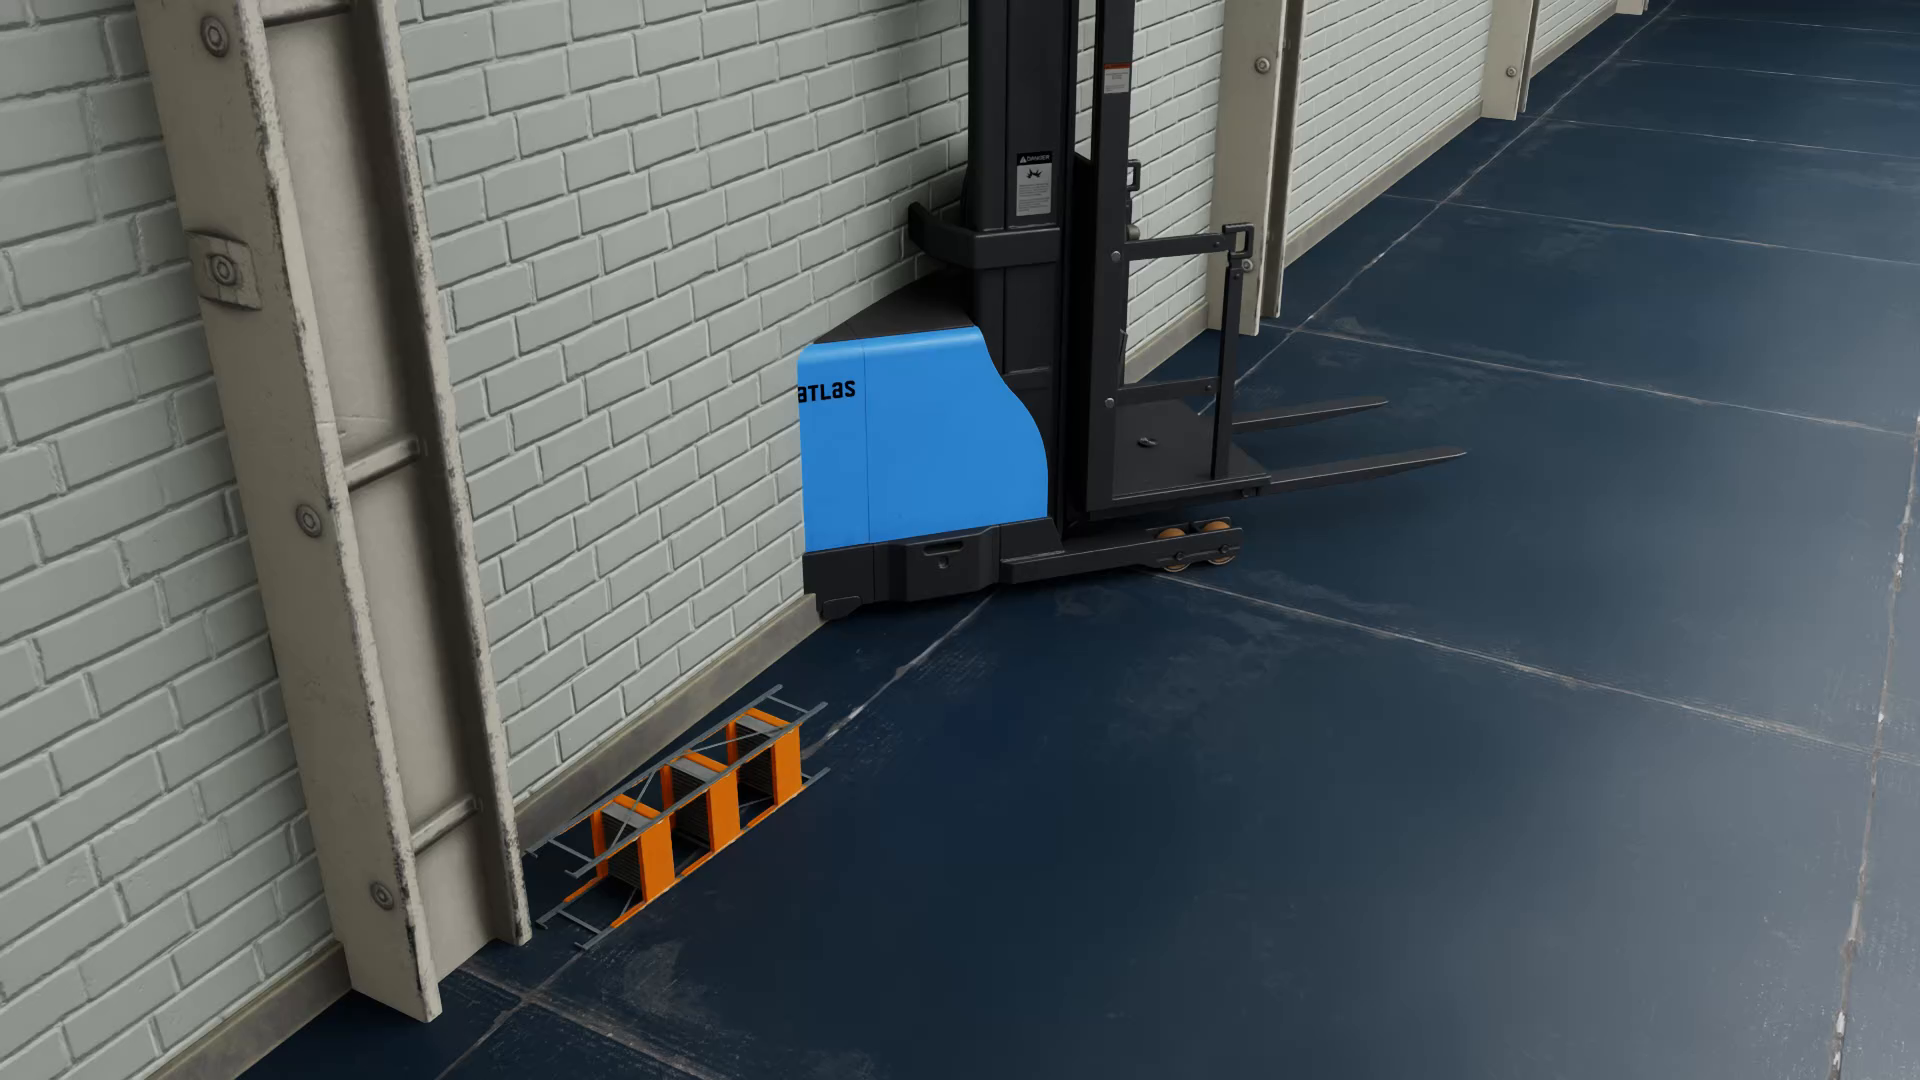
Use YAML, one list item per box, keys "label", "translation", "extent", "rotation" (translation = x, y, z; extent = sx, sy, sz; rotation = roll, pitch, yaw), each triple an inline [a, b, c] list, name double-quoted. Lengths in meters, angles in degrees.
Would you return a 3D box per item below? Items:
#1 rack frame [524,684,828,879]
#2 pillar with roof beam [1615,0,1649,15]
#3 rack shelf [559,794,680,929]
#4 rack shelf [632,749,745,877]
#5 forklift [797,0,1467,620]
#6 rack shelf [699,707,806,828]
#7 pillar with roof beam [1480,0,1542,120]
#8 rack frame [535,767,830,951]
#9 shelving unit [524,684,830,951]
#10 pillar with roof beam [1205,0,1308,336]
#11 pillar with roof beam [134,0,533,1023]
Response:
- label: "rack frame"
  translation: [-0.796, 0.677, 4.837]
  extent: [0.200, 0.008, 1.050]
  rotation: [18, 31, 31]
- label: "pillar with roof beam"
  translation: [11.200, -8.960, 14.596]
  extent: [9.100, 9.000, 0.400]
  rotation: [14, 30, 26]
- label: "rack shelf"
  translation: [-0.962, 0.891, 4.681]
  extent: [0.215, 0.240, 0.259]
  rotation: [18, 31, 31]
- label: "rack shelf"
  translation: [-0.802, 0.790, 4.884]
  extent: [0.215, 0.240, 0.259]
  rotation: [18, 31, 31]
- label: "forklift"
  translation: [0.591, -1.400, 6.273]
  extent: [3.031, 2.935, 1.130]
  rotation: [-9, 28, -17]
- label: "rack shelf"
  translation: [-0.638, 0.686, 5.091]
  extent: [0.215, 0.240, 0.259]
  rotation: [18, 31, 31]
- label: "pillar with roof beam"
  translation: [8.248, -6.622, 9.925]
  extent: [9.100, 9.000, 0.400]
  rotation: [14, 30, 26]
- label: "rack frame"
  translation: [-0.796, 0.895, 4.946]
  extent: [0.200, 0.008, 1.050]
  rotation: [18, 31, 31]
- label: "shelving unit"
  translation: [-0.796, 0.786, 4.892]
  extent: [0.215, 0.252, 1.050]
  rotation: [18, 31, 31]
- label: "pillar with roof beam"
  translation: [5.296, -4.283, 5.254]
  extent: [9.100, 9.000, 0.400]
  rotation: [14, 30, 26]
- label: "pillar with roof beam"
  translation: [2.345, -1.945, 0.583]
  extent: [9.100, 9.000, 0.400]
  rotation: [14, 30, 26]
